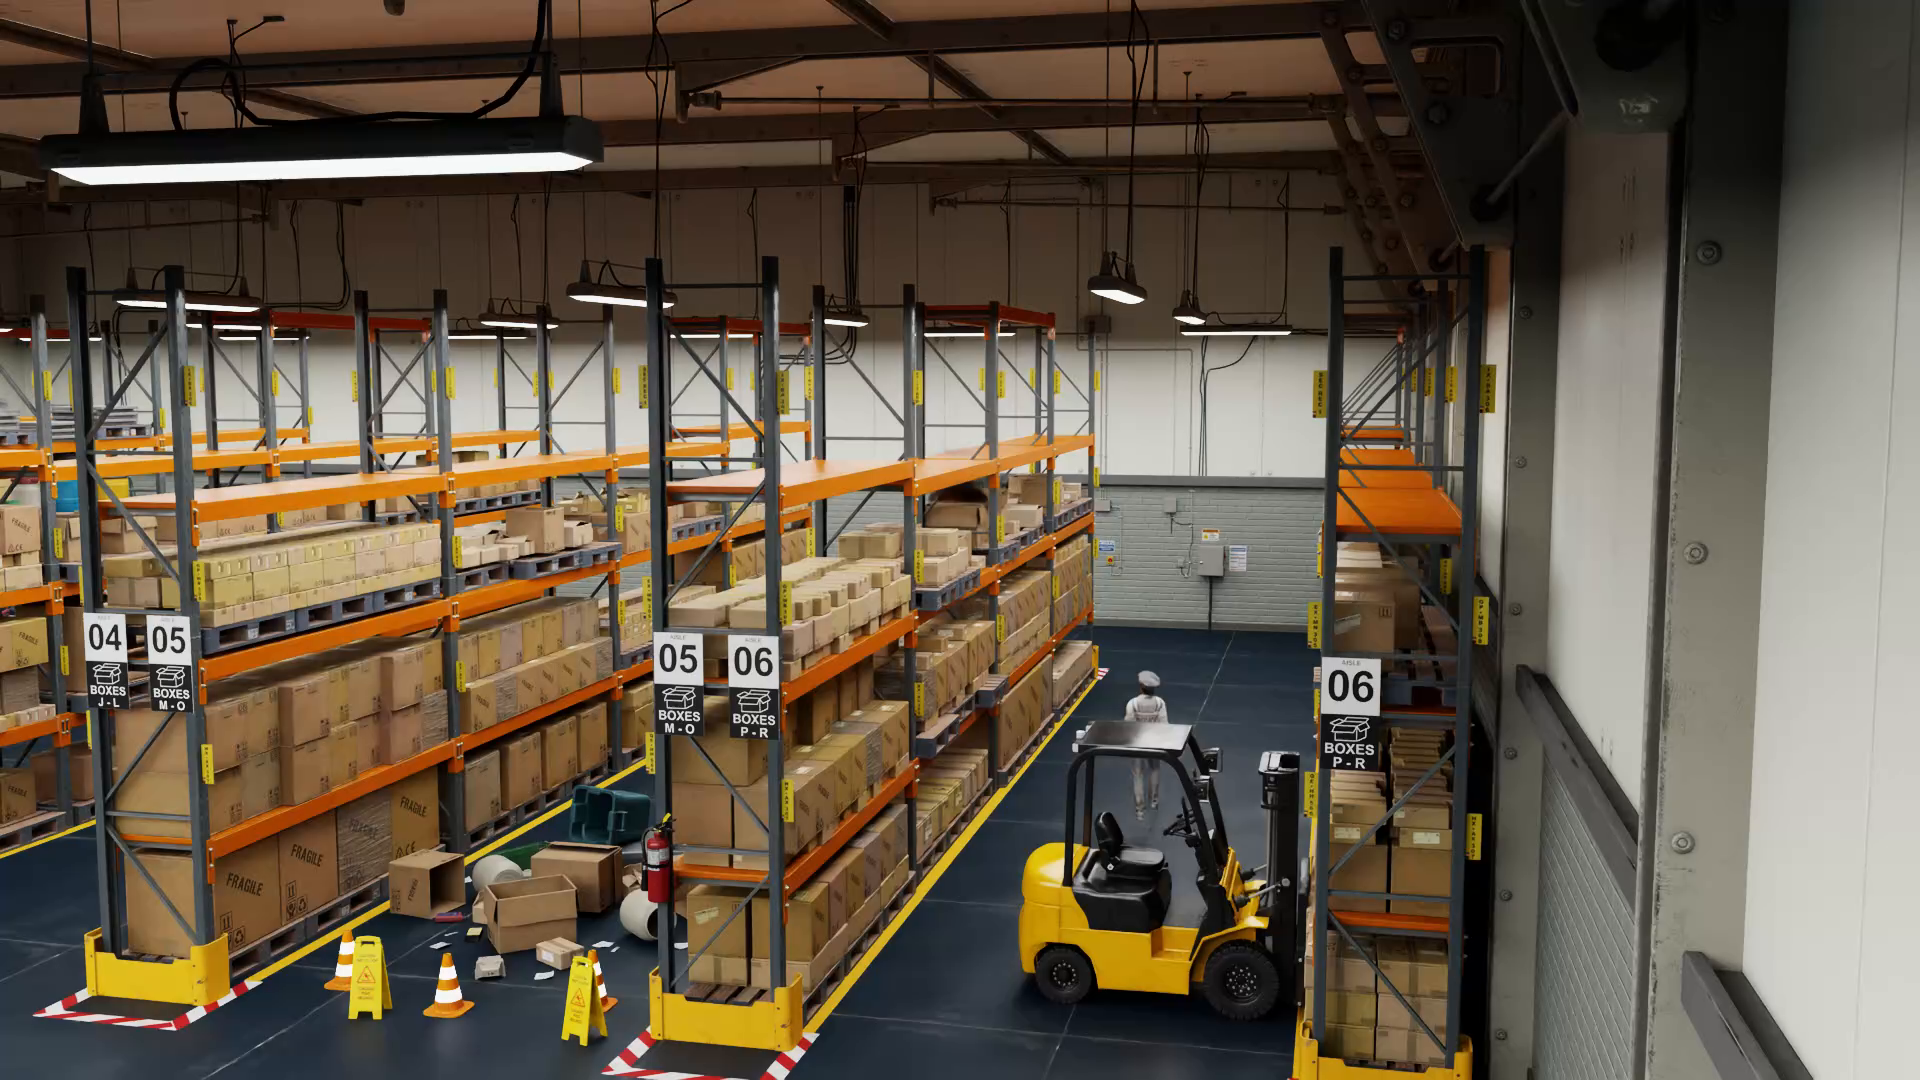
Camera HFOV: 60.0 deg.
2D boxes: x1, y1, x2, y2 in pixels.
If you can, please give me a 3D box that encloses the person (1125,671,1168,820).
[{"bbox_3d":[2.086,2.306,18.761,0.540,1.715,0.732,1,6,6],"label":"person"}]
